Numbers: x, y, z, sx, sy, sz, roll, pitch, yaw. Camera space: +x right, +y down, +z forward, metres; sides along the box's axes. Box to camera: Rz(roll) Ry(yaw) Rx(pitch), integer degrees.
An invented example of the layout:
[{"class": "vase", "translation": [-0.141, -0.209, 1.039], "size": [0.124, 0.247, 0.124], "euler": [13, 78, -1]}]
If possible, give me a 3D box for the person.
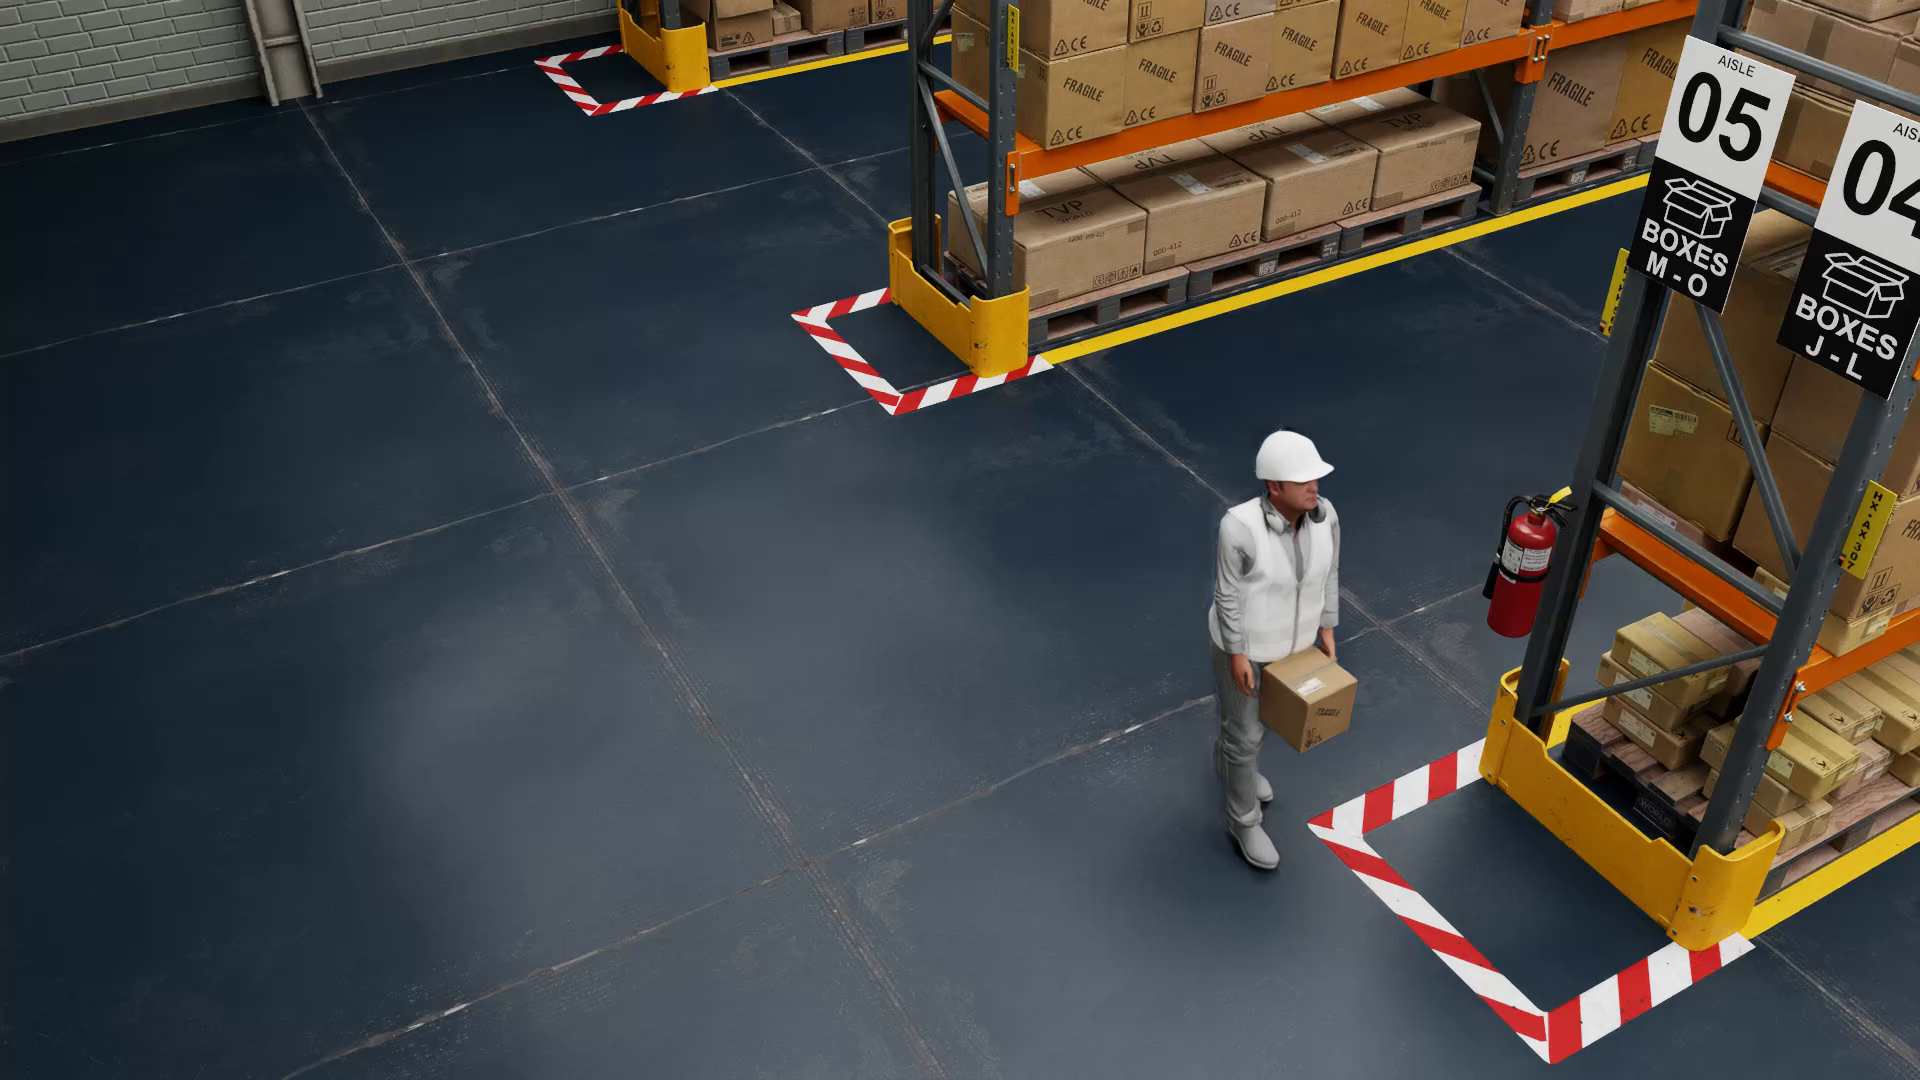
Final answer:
[{"class": "person", "translation": [1.234, 0.399, 6.349], "size": [0.539, 1.769, 0.633], "euler": [-19, 41, -24]}]
